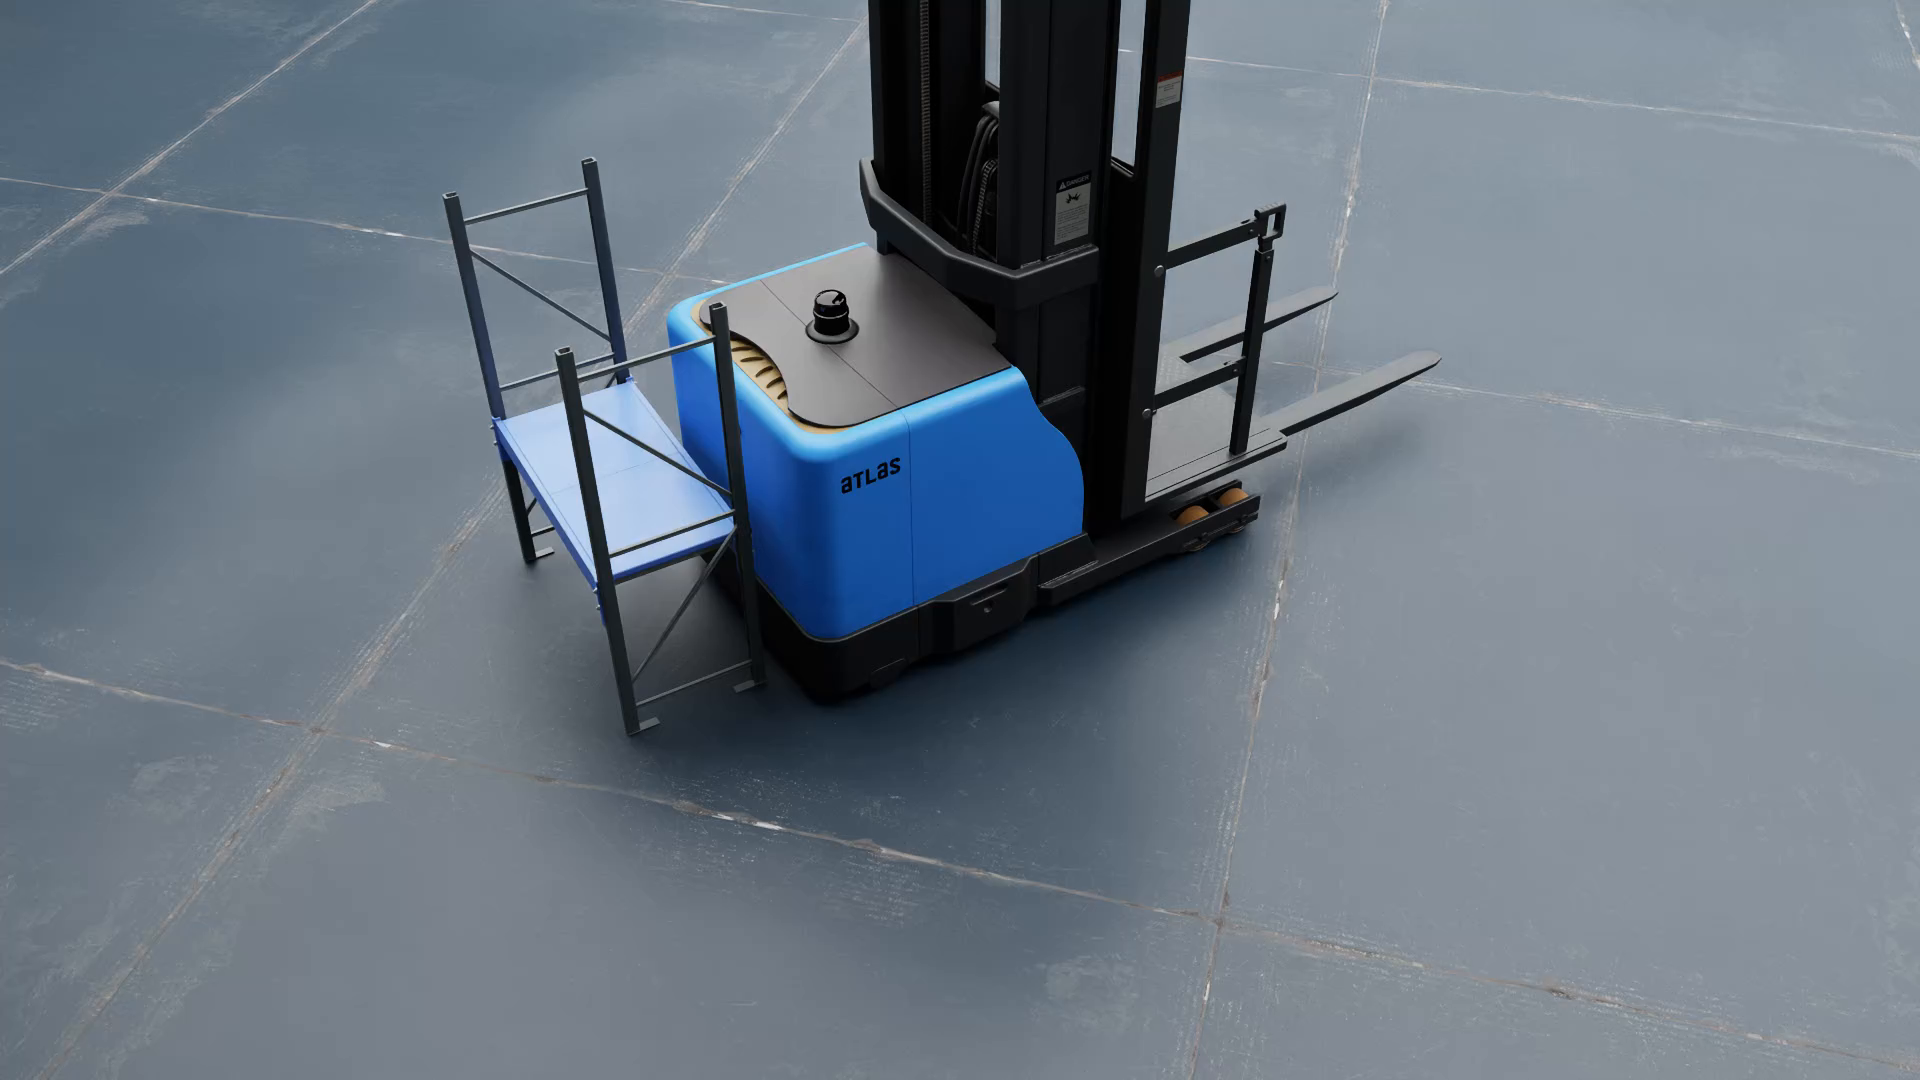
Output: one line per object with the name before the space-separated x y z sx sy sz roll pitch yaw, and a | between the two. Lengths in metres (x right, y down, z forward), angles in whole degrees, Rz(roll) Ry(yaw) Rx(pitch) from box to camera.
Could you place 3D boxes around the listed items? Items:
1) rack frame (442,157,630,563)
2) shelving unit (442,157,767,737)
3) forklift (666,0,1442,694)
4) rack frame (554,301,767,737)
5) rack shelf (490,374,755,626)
rack frame | -1.398 -0.580 5.774 0.500 1.500 0.032 -21 44 -23
shelving unit | -1.141 -0.298 5.439 0.538 1.500 1.048 -21 44 -23
forklift | 0.523 -1.343 5.570 3.031 2.935 1.130 -23 45 -25
rack frame | -0.883 -0.016 5.103 0.500 1.500 0.032 -21 44 -23
rack shelf | -1.141 -0.160 5.554 0.538 0.185 1.000 -21 44 -23
